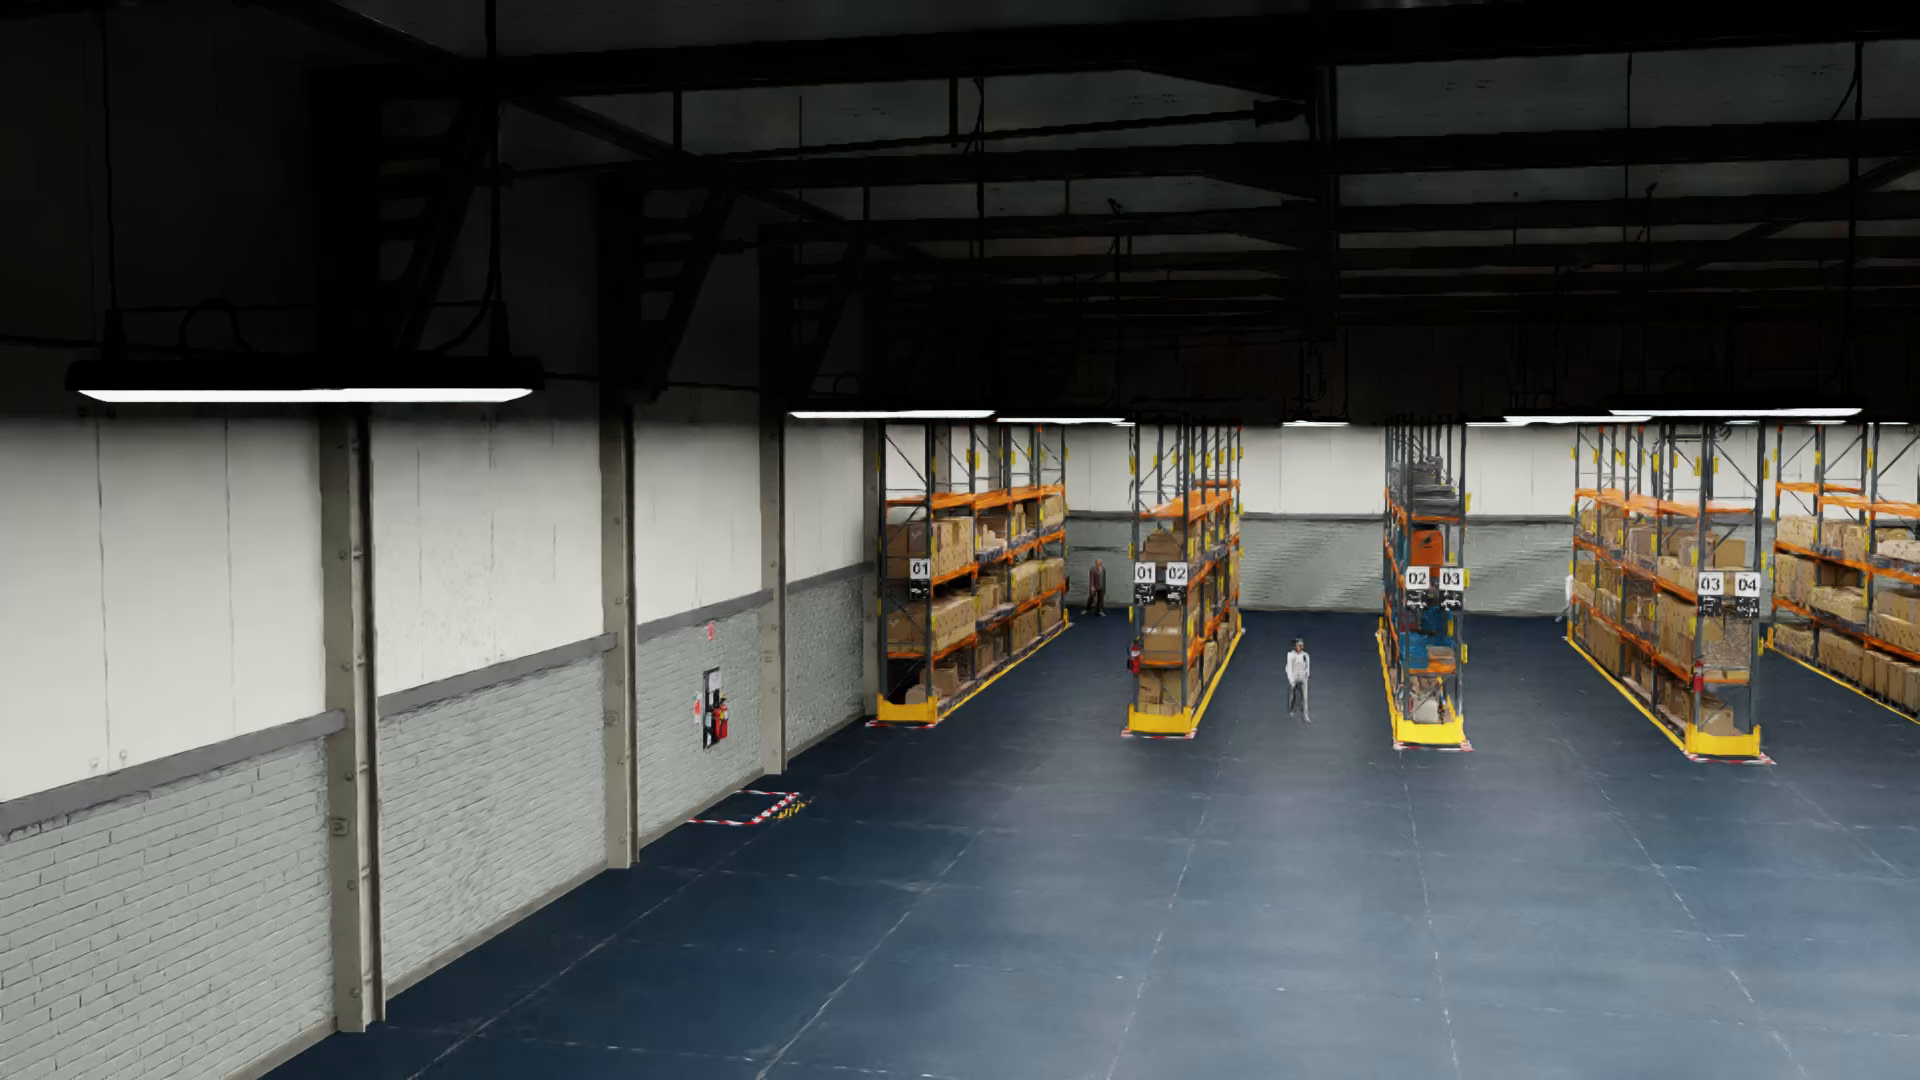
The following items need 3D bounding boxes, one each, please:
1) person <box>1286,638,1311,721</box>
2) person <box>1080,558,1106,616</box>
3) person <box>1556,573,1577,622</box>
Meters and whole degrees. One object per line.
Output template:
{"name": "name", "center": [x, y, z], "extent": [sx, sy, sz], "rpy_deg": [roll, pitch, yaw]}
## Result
{"name": "person", "center": [6.595, 2.698, 32.478], "extent": [0.483, 1.621, 0.995], "rpy_deg": [0, 4, 4]}
{"name": "person", "center": [4.066, 1.423, 50.560], "extent": [0.791, 1.772, 0.518], "rpy_deg": [-2, 4, -29]}
{"name": "person", "center": [17.892, 1.592, 48.877], "extent": [0.652, 1.655, 0.501], "rpy_deg": [-2, 4, -28]}
